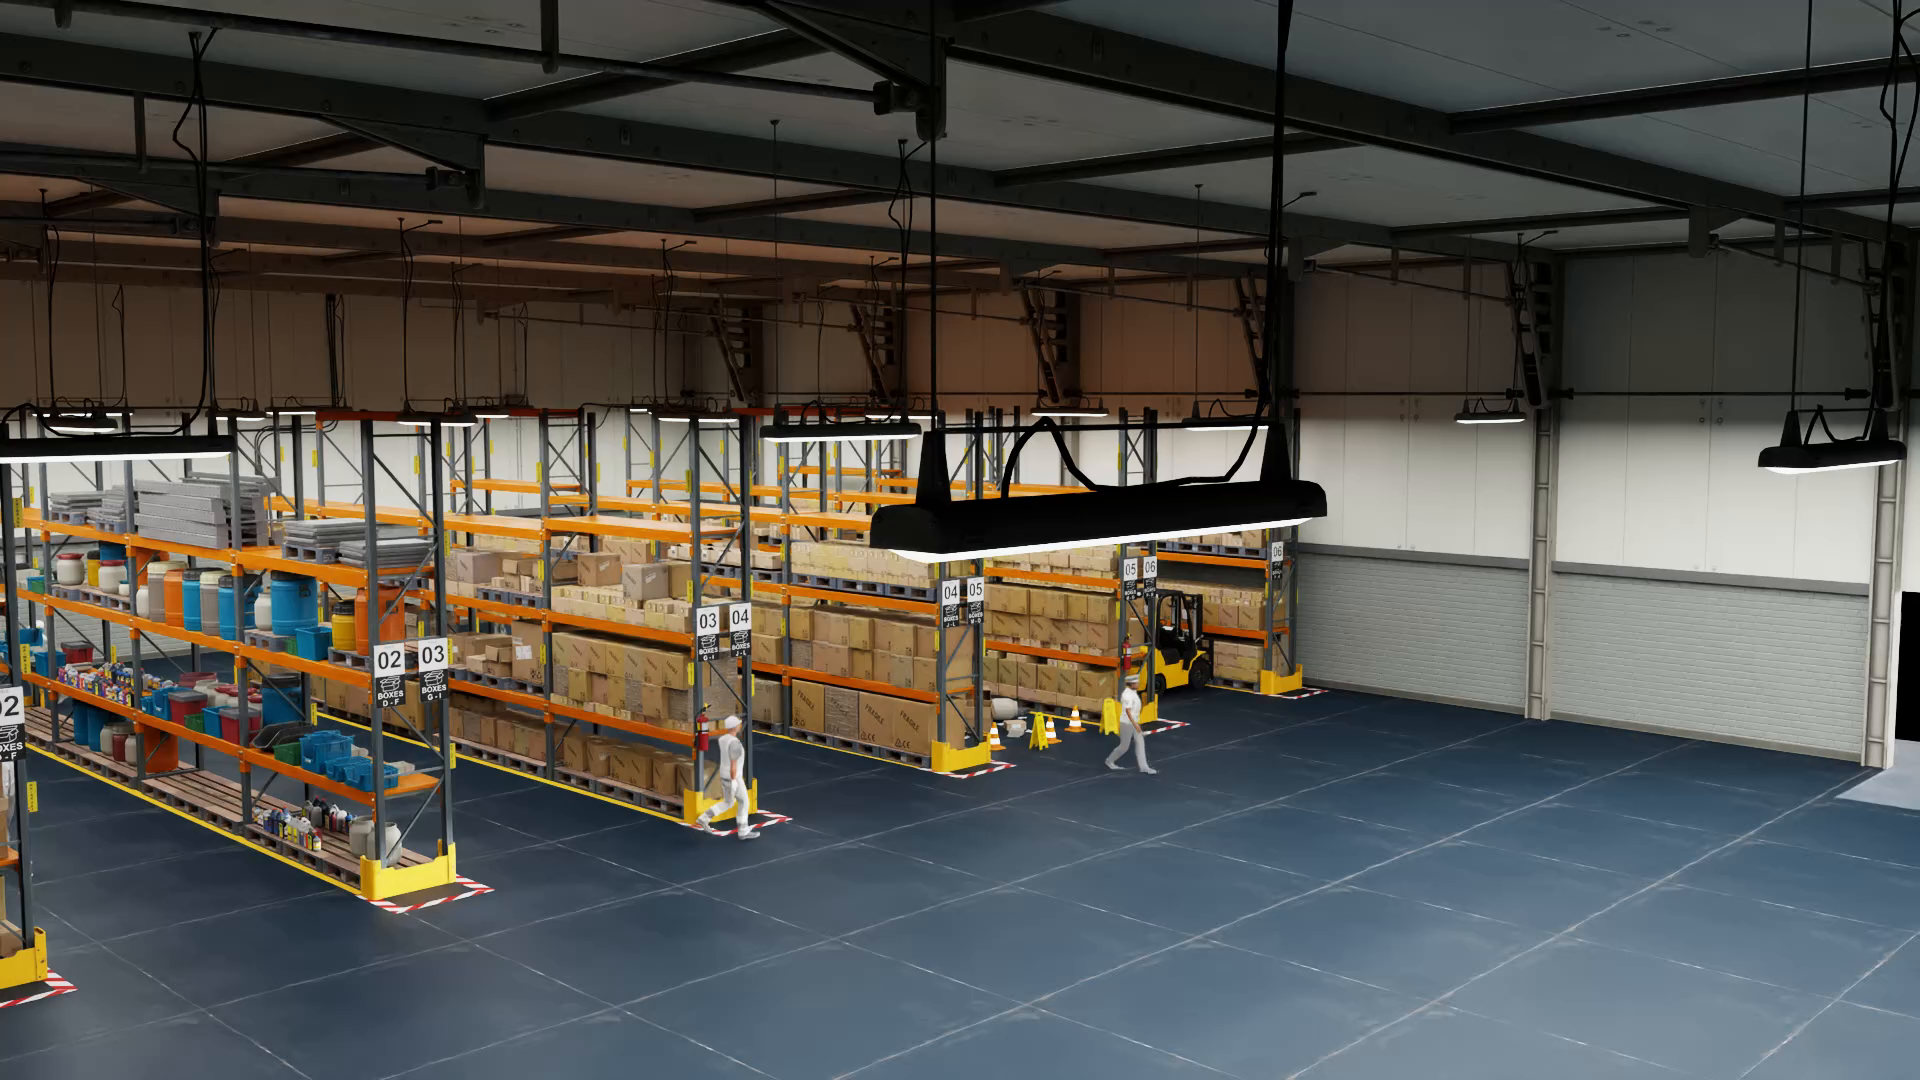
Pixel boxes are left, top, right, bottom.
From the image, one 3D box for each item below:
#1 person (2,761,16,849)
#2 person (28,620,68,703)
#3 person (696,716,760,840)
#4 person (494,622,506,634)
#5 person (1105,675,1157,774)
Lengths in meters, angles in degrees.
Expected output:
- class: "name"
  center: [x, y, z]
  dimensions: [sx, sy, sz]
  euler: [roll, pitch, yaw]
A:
- class: "person"
  center: [-13.016, 3.445, 22.618]
  dimensions: [1.043, 1.704, 0.646]
  euler: [3, 6, 34]
- class: "person"
  center: [-18.510, 2.484, 33.623]
  dimensions: [0.747, 1.754, 0.557]
  euler: [-4, 6, -35]
- class: "person"
  center: [-3.279, 3.363, 23.471]
  dimensions: [0.879, 1.766, 0.527]
  euler: [-2, 5, -20]
- class: "person"
  center: [-11.838, 1.701, 42.393]
  dimensions: [0.508, 1.749, 1.000]
  euler: [2, 5, 18]
- class: "person"
  center: [2.870, 3.059, 27.741]
  dimensions: [0.904, 1.624, 0.530]
  euler: [2, 5, 23]
